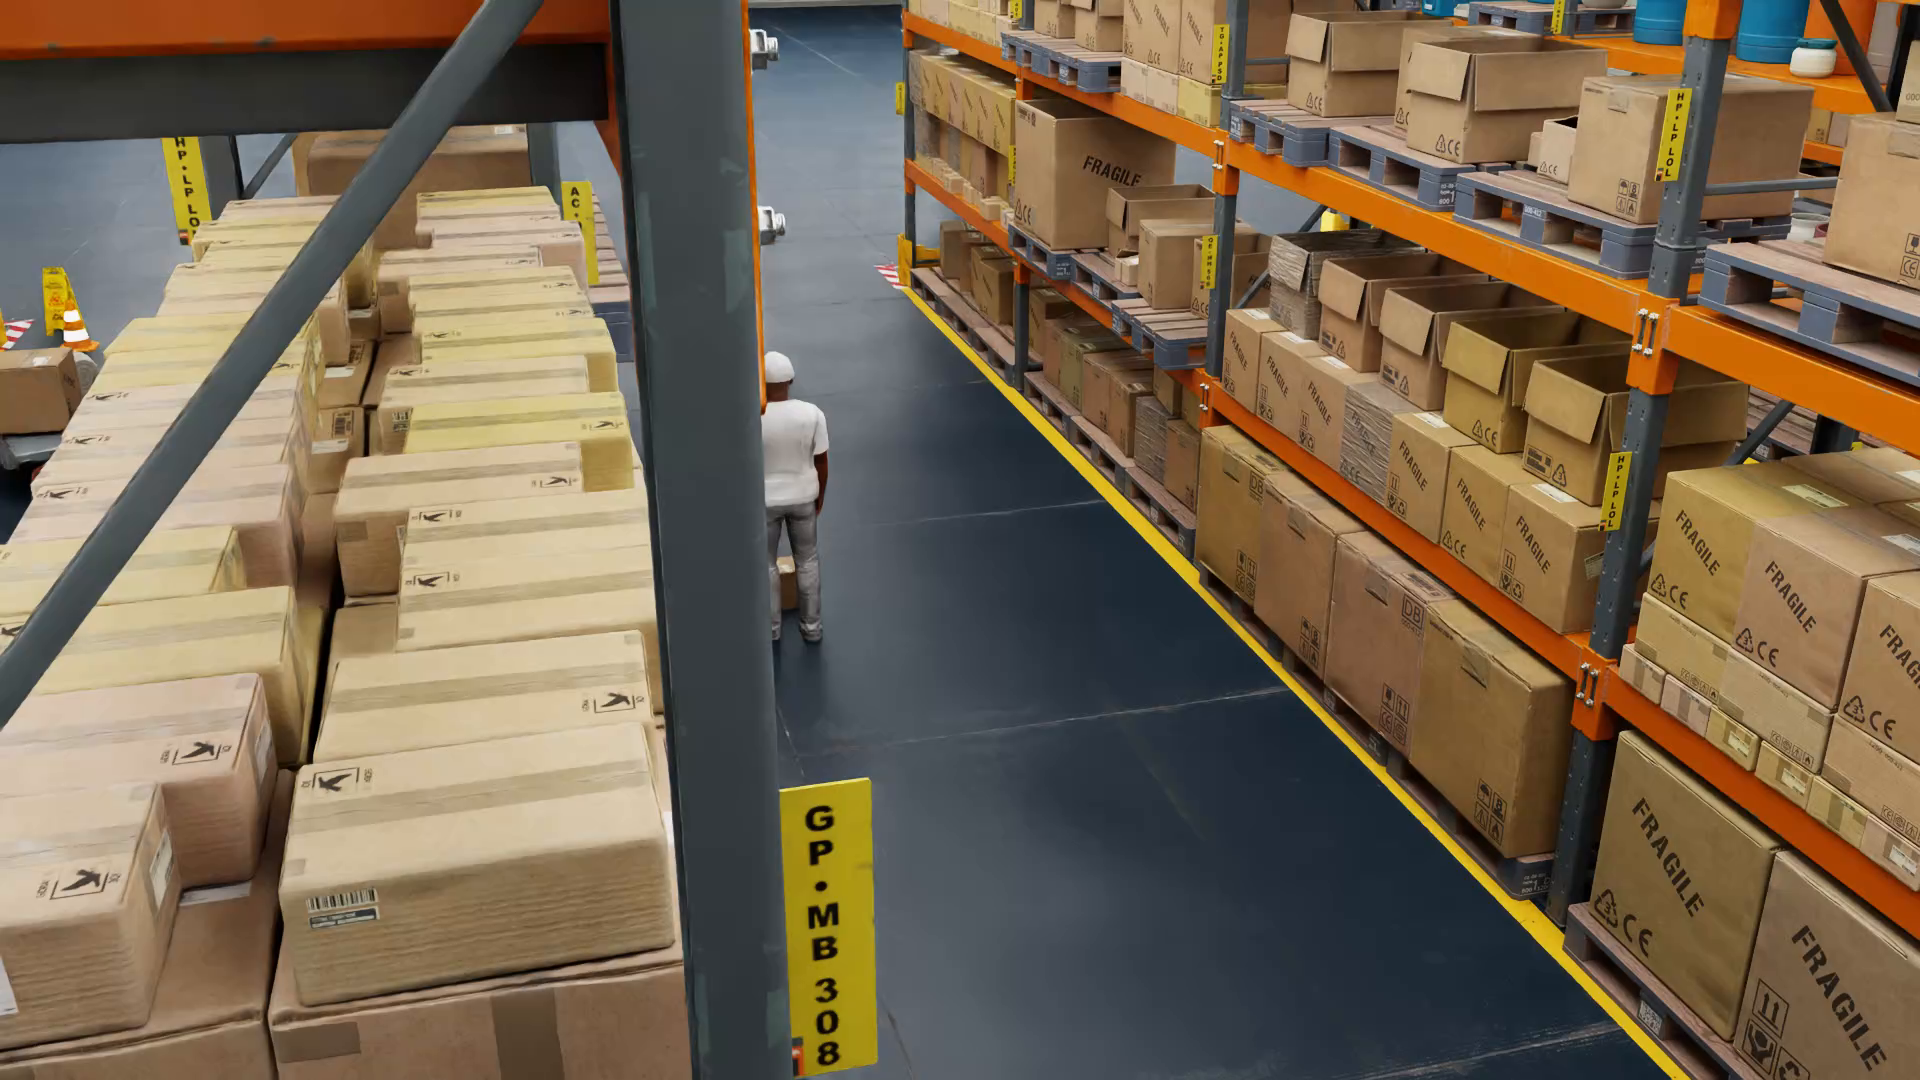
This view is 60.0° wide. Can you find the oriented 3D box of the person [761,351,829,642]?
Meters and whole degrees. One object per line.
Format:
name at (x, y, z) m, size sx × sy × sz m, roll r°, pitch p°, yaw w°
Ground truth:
person at (-1.041, -0.248, 9.673) m, size 0.563 × 1.765 × 0.398 m, roll -6°, pitch 23°, yaw -13°
